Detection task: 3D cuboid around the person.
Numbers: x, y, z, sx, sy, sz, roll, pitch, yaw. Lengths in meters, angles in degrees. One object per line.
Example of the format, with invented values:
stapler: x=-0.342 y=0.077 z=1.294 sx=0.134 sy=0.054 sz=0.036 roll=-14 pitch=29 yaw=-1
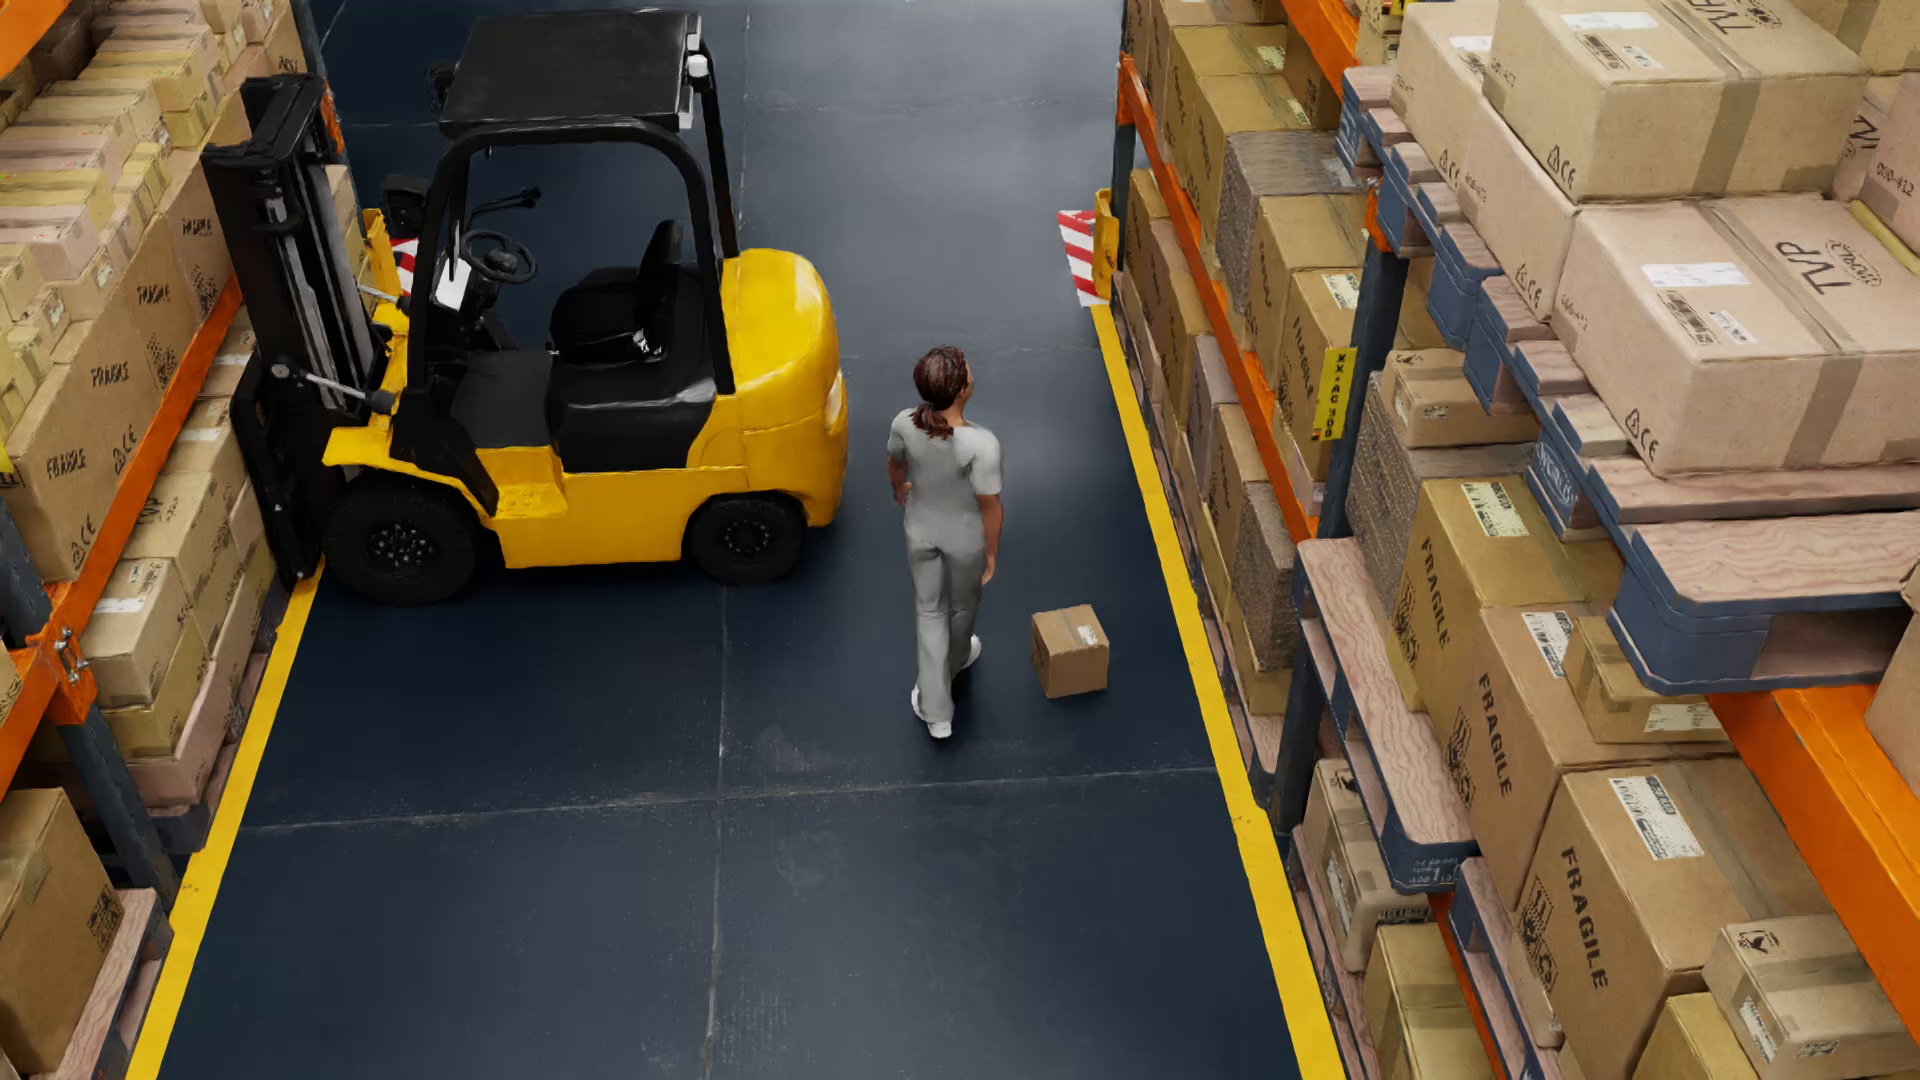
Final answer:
person: x=-0.064 y=-0.031 z=6.196 sx=0.525 sy=1.659 sz=0.629 roll=13 pitch=41 yaw=16
